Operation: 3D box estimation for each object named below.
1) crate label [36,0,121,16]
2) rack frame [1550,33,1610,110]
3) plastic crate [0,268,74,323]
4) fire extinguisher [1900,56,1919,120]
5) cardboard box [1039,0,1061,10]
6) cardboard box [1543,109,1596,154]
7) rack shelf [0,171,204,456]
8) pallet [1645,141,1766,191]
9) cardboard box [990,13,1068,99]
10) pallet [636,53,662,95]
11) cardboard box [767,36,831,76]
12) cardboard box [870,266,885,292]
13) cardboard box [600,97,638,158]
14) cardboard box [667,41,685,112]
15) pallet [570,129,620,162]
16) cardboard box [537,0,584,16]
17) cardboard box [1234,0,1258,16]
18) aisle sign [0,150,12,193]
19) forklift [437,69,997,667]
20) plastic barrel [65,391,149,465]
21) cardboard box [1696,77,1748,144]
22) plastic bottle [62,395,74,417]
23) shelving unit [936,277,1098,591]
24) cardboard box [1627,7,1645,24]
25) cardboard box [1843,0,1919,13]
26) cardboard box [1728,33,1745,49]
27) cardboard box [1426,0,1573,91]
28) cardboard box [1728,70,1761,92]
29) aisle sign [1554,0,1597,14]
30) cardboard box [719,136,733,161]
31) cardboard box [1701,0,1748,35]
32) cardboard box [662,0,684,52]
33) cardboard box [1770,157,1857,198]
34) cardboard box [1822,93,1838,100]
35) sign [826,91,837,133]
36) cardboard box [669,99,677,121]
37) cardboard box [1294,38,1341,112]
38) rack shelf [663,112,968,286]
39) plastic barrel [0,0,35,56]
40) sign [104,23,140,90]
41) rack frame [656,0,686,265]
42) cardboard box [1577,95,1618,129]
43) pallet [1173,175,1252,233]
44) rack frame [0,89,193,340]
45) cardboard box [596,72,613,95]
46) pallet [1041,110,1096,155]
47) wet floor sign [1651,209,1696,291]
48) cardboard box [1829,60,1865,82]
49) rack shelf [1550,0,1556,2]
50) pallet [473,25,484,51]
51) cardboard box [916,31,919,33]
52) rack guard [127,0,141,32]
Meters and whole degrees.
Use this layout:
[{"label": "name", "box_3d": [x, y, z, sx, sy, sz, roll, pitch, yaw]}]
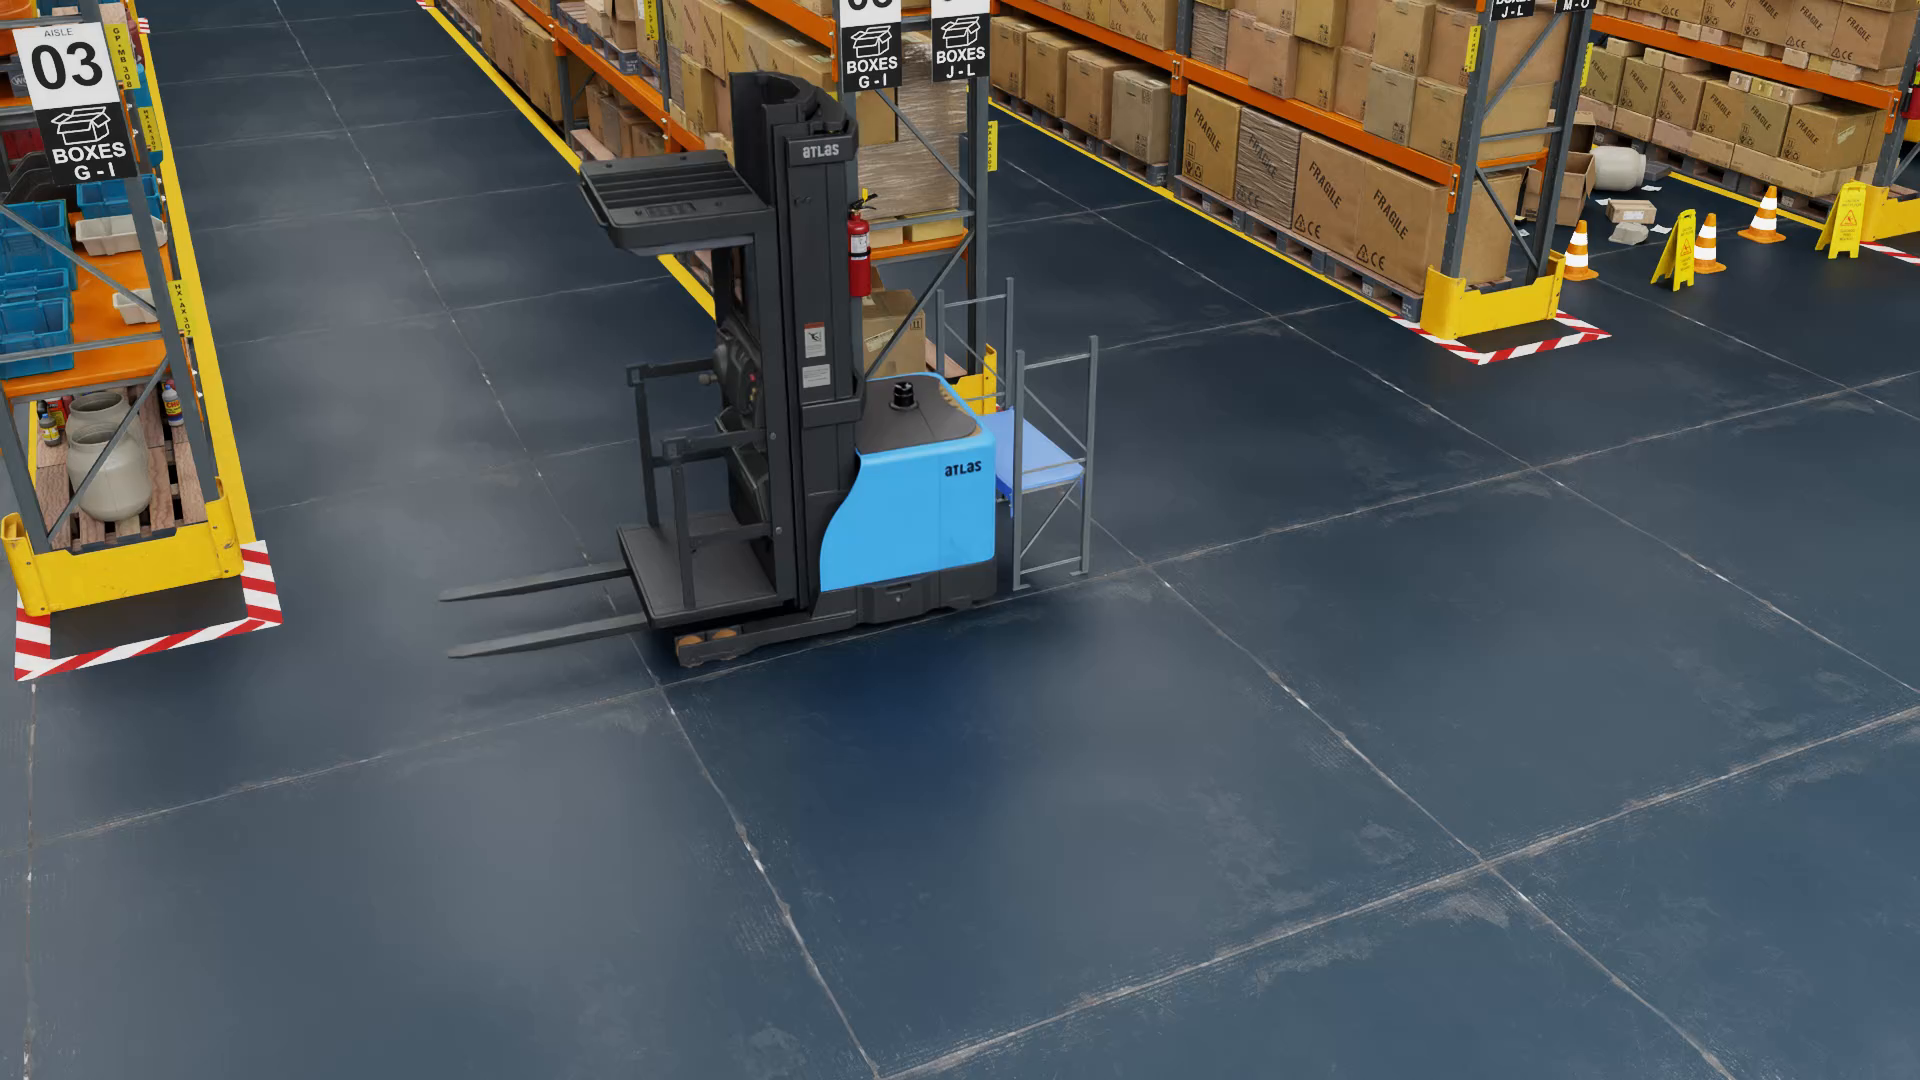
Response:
[{"label": "crate label", "box_3d": [-5.272, -3.177, 9.906, 0.502, 0.251, 0.408, -13, 32, -22]}, {"label": "rack frame", "box_3d": [6.939, -5.925, 17.722, 1.000, 3.000, 0.127, -13, 32, -22]}, {"label": "plastic crate", "box_3d": [-5.526, -1.418, 9.838, 0.499, 0.251, 0.408, -13, 32, -22]}, {"label": "fire extinguisher", "box_3d": [8.290, -3.977, 14.327, 0.296, 0.674, 0.183, -13, 32, -22]}, {"label": "cardboard box", "box_3d": [1.181, -5.949, 17.664, 0.500, 0.500, 0.500, -13, 32, -22]}, {"label": "cardboard box", "box_3d": [6.171, -4.076, 16.979, 0.500, 0.500, 0.500, 7, 30, 13]}, {"label": "rack shelf", "box_3d": [-5.626, -1.607, 10.757, 1.077, 0.370, 4.000, -13, 32, -22]}, {"label": "pallet", "box_3d": [7.787, -3.880, 16.926, 1.003, 0.211, 1.213, -13, 32, -22]}, {"label": "cardboard box", "box_3d": [0.975, -5.522, 18.874, 1.050, 0.750, 0.750, -14, 32, -23]}, {"label": "pallet", "box_3d": [-2.208, -4.128, 14.714, 1.003, 0.211, 1.213, -13, 32, -22]}, {"label": "cardboard box", "box_3d": [-0.973, -3.097, 11.251, 0.500, 0.500, 0.500, -13, 32, -22]}, {"label": "cardboard box", "box_3d": [-0.834, -1.706, 12.325, 0.500, 0.500, 0.500, -5, 30, -9]}, {"label": "cardboard box", "box_3d": [-3.173, -4.178, 16.713, 0.700, 0.500, 0.500, -16, 33, -26]}, {"label": "cardboard box", "box_3d": [-1.874, -3.805, 13.536, 0.875, 0.500, 0.500, -13, 32, -22]}, {"label": "pallet", "box_3d": [-3.394, -4.049, 17.228, 1.003, 0.211, 1.213, -13, 32, -22]}, {"label": "cardboard box", "box_3d": [-4.164, -5.820, 17.434, 0.500, 0.500, 0.500, -12, 31, -20]}, {"label": "cardboard box", "box_3d": [2.981, -4.988, 14.795, 0.875, 0.550, 0.550, -13, 32, -22]}, {"label": "aisle sign", "box_3d": [-5.004, -2.077, 8.202, 0.394, 0.787, 0.004, -13, 32, -22]}, {"label": "forklift", "box_3d": [-1.362, -0.881, 8.798, 3.031, 2.935, 1.130, -10, 31, -18]}, {"label": "plastic barrel", "box_3d": [-5.334, -0.631, 10.396, 0.421, 0.512, 0.421, 0, 29, 0]}, {"label": "cardboard box", "box_3d": [7.640, -4.222, 16.301, 0.500, 0.500, 0.500, -14, 32, -23]}, {"label": "plastic bottle", "box_3d": [-5.939, -0.903, 11.094, 0.061, 0.283, 0.133, -13, 32, -22]}, {"label": "shelving unit", "box_3d": [0.309, -0.639, 9.829, 0.538, 1.500, 1.048, -13, 32, -22]}, {"label": "cardboard box", "box_3d": [7.082, -5.397, 17.037, 0.380, 0.149, 0.250, -13, 32, -22]}, {"label": "cardboard box", "box_3d": [8.240, -4.947, 14.550, 0.700, 0.500, 0.500, -14, 32, -23]}, {"label": "cardboard box", "box_3d": [7.664, -4.848, 16.058, 0.380, 0.149, 0.250, -13, 32, -22]}, {"label": "cardboard box", "box_3d": [4.105, -3.782, 12.644, 0.875, 0.550, 0.550, -13, 32, -22]}, {"label": "cardboard box", "box_3d": [7.642, -4.427, 16.003, 0.380, 0.149, 0.250, -12, 31, -20]}, {"label": "aisle sign", "box_3d": [4.531, -4.239, 12.058, 0.394, 0.787, 0.004, -13, 32, -22]}, {"label": "cardboard box", "box_3d": [-1.631, -3.029, 12.815, 0.380, 0.149, 0.250, -13, 32, -22]}, {"label": "cardboard box", "box_3d": [7.552, -5.185, 15.996, 0.500, 0.500, 0.500, -13, 32, -21]}, {"label": "cardboard box", "box_3d": [-2.047, -4.201, 13.220, 0.500, 0.500, 0.500, -13, 32, -22]}, {"label": "cardboard box", "box_3d": [8.056, -3.453, 15.695, 0.500, 0.250, 0.500, -13, 32, -22]}, {"label": "cardboard box", "box_3d": [8.321, -4.124, 16.125, 0.500, 0.500, 0.500, -14, 32, -24]}, {"label": "sign", "box_3d": [-0.804, -2.612, 10.307, 0.100, 0.325, 0.005, -13, 32, -22]}, {"label": "cardboard box", "box_3d": [-2.190, -3.576, 13.790, 0.380, 0.149, 0.250, -13, 32, -22]}, {"label": "cardboard box", "box_3d": [3.381, -4.031, 14.192, 0.875, 0.550, 0.500, -13, 32, -22]}, {"label": "rack shelf", "box_3d": [-1.152, -2.647, 12.611, 1.077, 0.370, 4.000, -13, 32, -22]}, {"label": "plastic barrel", "box_3d": [-5.090, -2.904, 8.399, 0.600, 0.830, 0.708, -13, 32, -22]}, {"label": "sign", "box_3d": [-4.268, -2.463, 8.472, 0.100, 0.325, 0.005, -13, 32, -22]}, {"label": "rack frame", "box_3d": [-2.011, -3.844, 14.011, 1.000, 3.000, 0.127, -13, 32, -22]}, {"label": "cardboard box", "box_3d": [6.949, -4.591, 17.726, 0.500, 0.250, 0.500, -15, 32, -24]}, {"label": "pallet", "box_3d": [2.768, -3.272, 15.842, 1.003, 0.211, 1.213, -13, 32, -22]}, {"label": "rack frame", "box_3d": [-6.484, -2.804, 12.156, 1.000, 3.000, 0.127, -13, 32, -22]}, {"label": "cardboard box", "box_3d": [-3.413, -4.750, 16.966, 0.500, 0.250, 0.500, -12, 31, -20]}, {"label": "pallet", "box_3d": [1.585, -4.489, 18.013, 1.003, 0.211, 1.213, -13, 32, -22]}, {"label": "wet floor sign", "box_3d": [6.030, -2.450, 13.932, 0.267, 0.644, 0.232, -19, 35, -30]}, {"label": "cardboard box", "box_3d": [8.094, -4.257, 15.005, 0.380, 0.149, 0.250, -13, 32, -23]}, {"label": "rack shelf", "box_3d": [6.081, -6.494, 19.473, 1.077, 0.370, 4.000, -13, 32, -22]}, {"label": "pallet", "box_3d": [-5.701, -6.514, 21.623, 1.003, 0.211, 1.213, -13, 32, -22]}, {"label": "cardboard box", "box_3d": [-0.379, -6.623, 21.094, 0.500, 0.500, 0.500, -13, 32, -21]}, {"label": "rack guard", "box_3d": [-11.658, -7.022, 22.235, 1.175, 0.500, 0.348, -13, 32, -22]}]
